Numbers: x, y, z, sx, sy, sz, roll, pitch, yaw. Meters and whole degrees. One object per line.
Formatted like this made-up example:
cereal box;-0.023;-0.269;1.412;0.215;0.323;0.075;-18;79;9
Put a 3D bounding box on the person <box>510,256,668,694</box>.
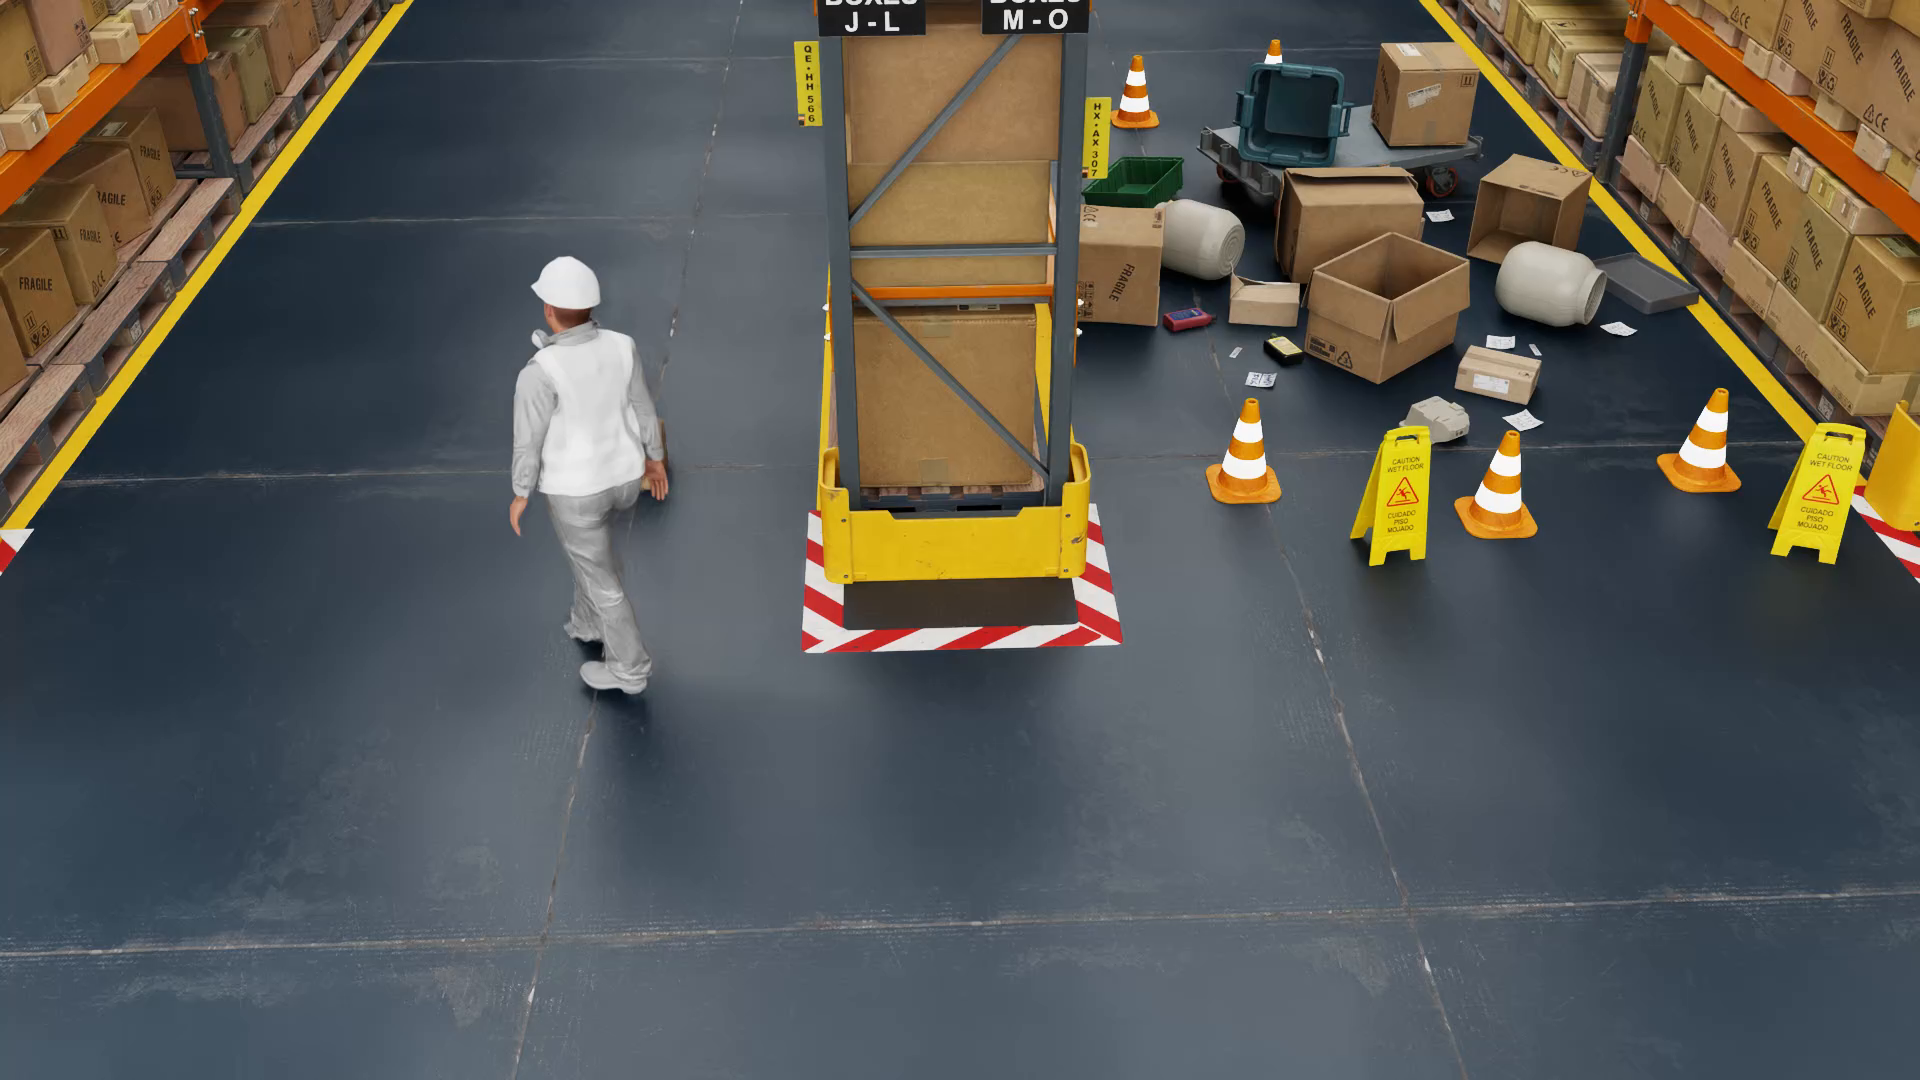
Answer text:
person;-1.464;-0.216;6.480;0.677;1.821;0.614;23;41;29
